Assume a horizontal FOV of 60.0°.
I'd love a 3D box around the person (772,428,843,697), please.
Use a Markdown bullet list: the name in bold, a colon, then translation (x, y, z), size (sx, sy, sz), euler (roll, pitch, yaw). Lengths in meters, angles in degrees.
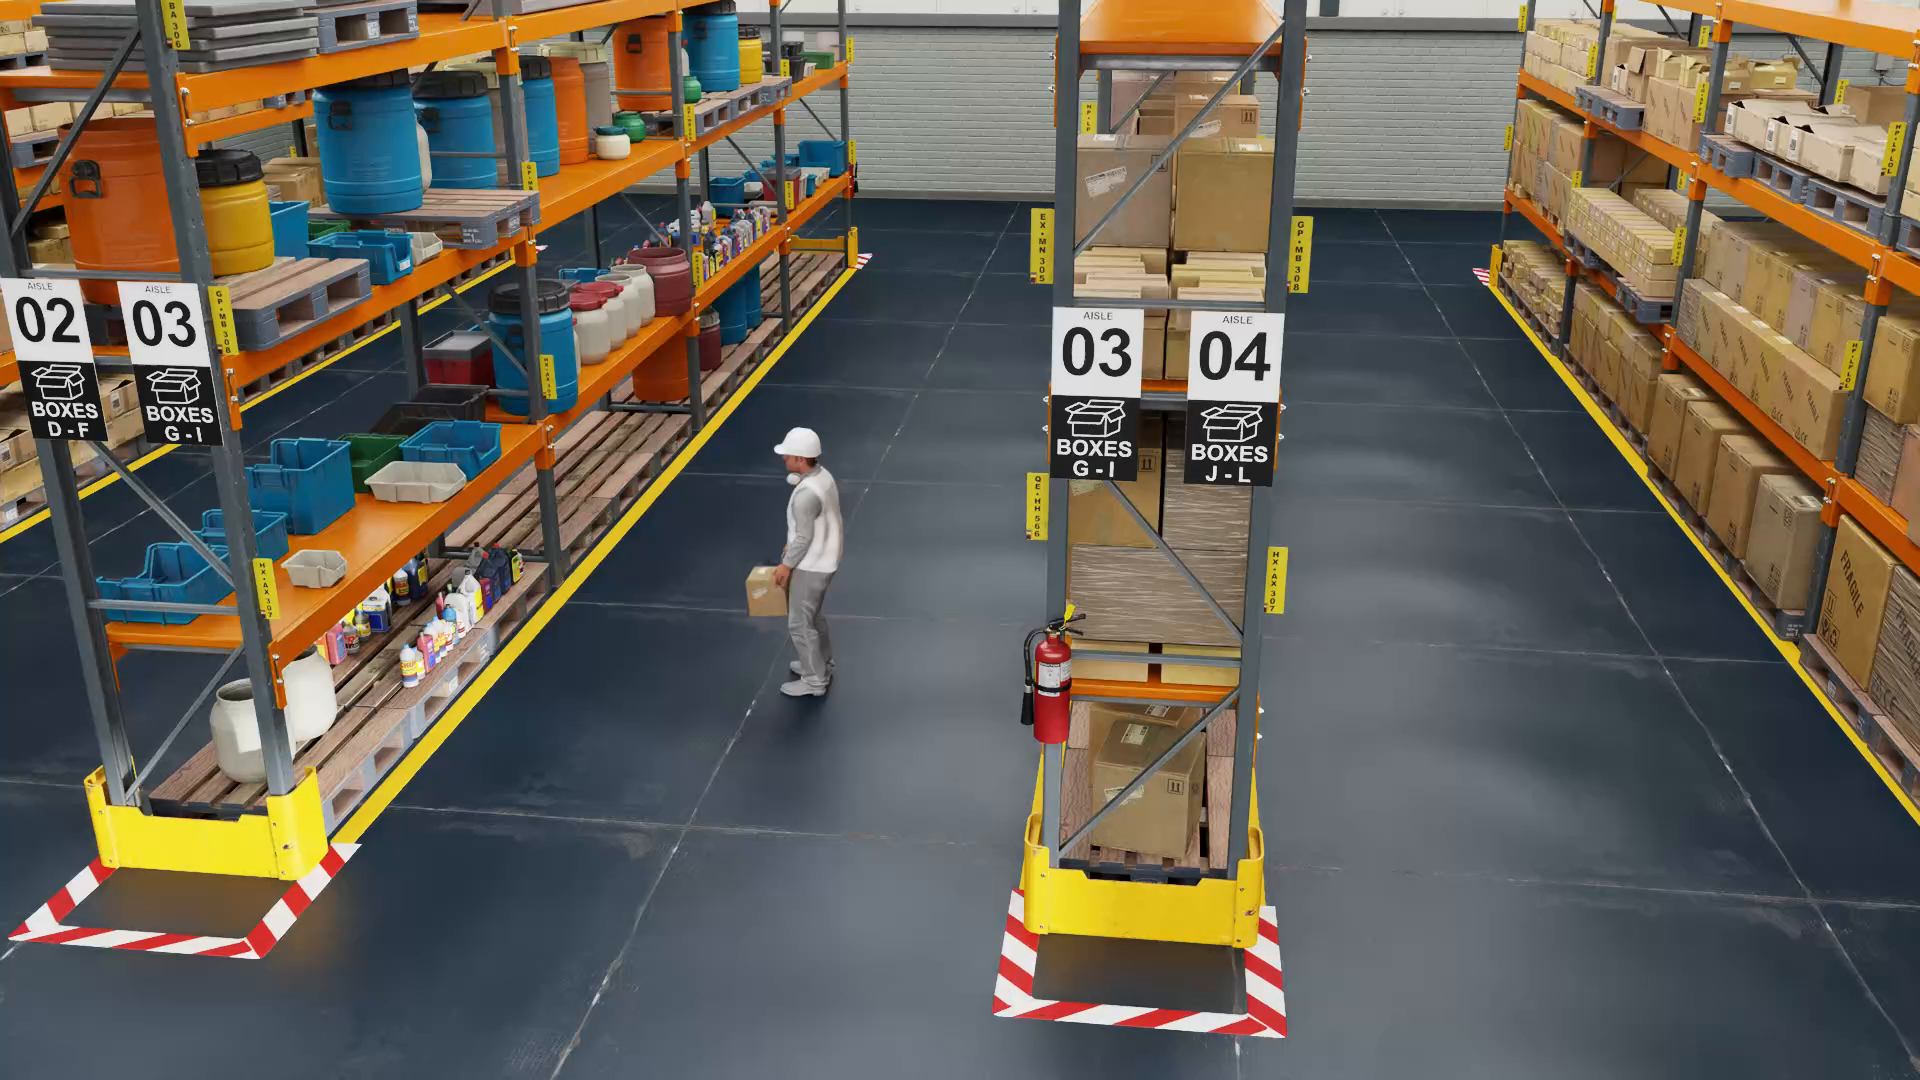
- **person**: translation (-0.968, 0.131, 10.695), size (0.434, 1.778, 0.553), euler (2, 21, 5)
